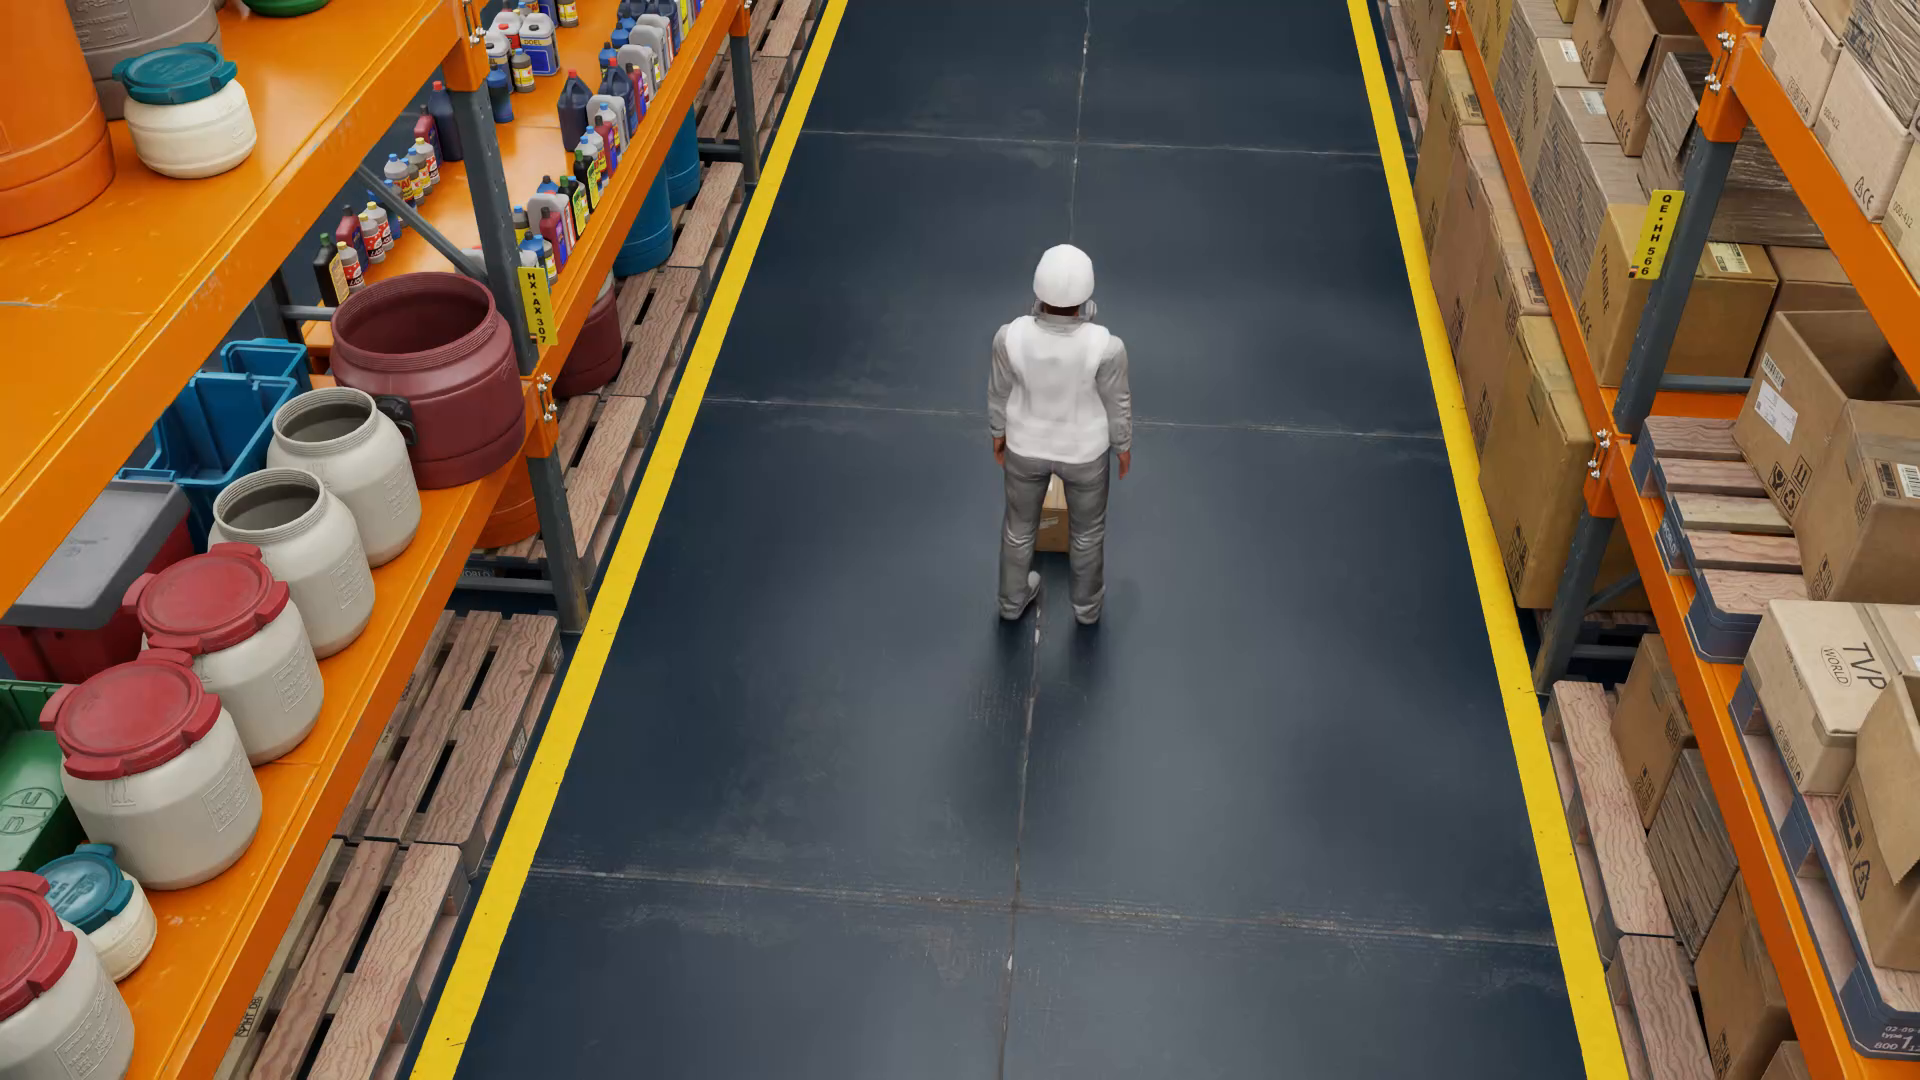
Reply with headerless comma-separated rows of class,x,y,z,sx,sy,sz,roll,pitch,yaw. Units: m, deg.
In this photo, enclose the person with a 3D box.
person,0.398,-0.405,6.601,0.566,1.776,0.392,8,40,10
